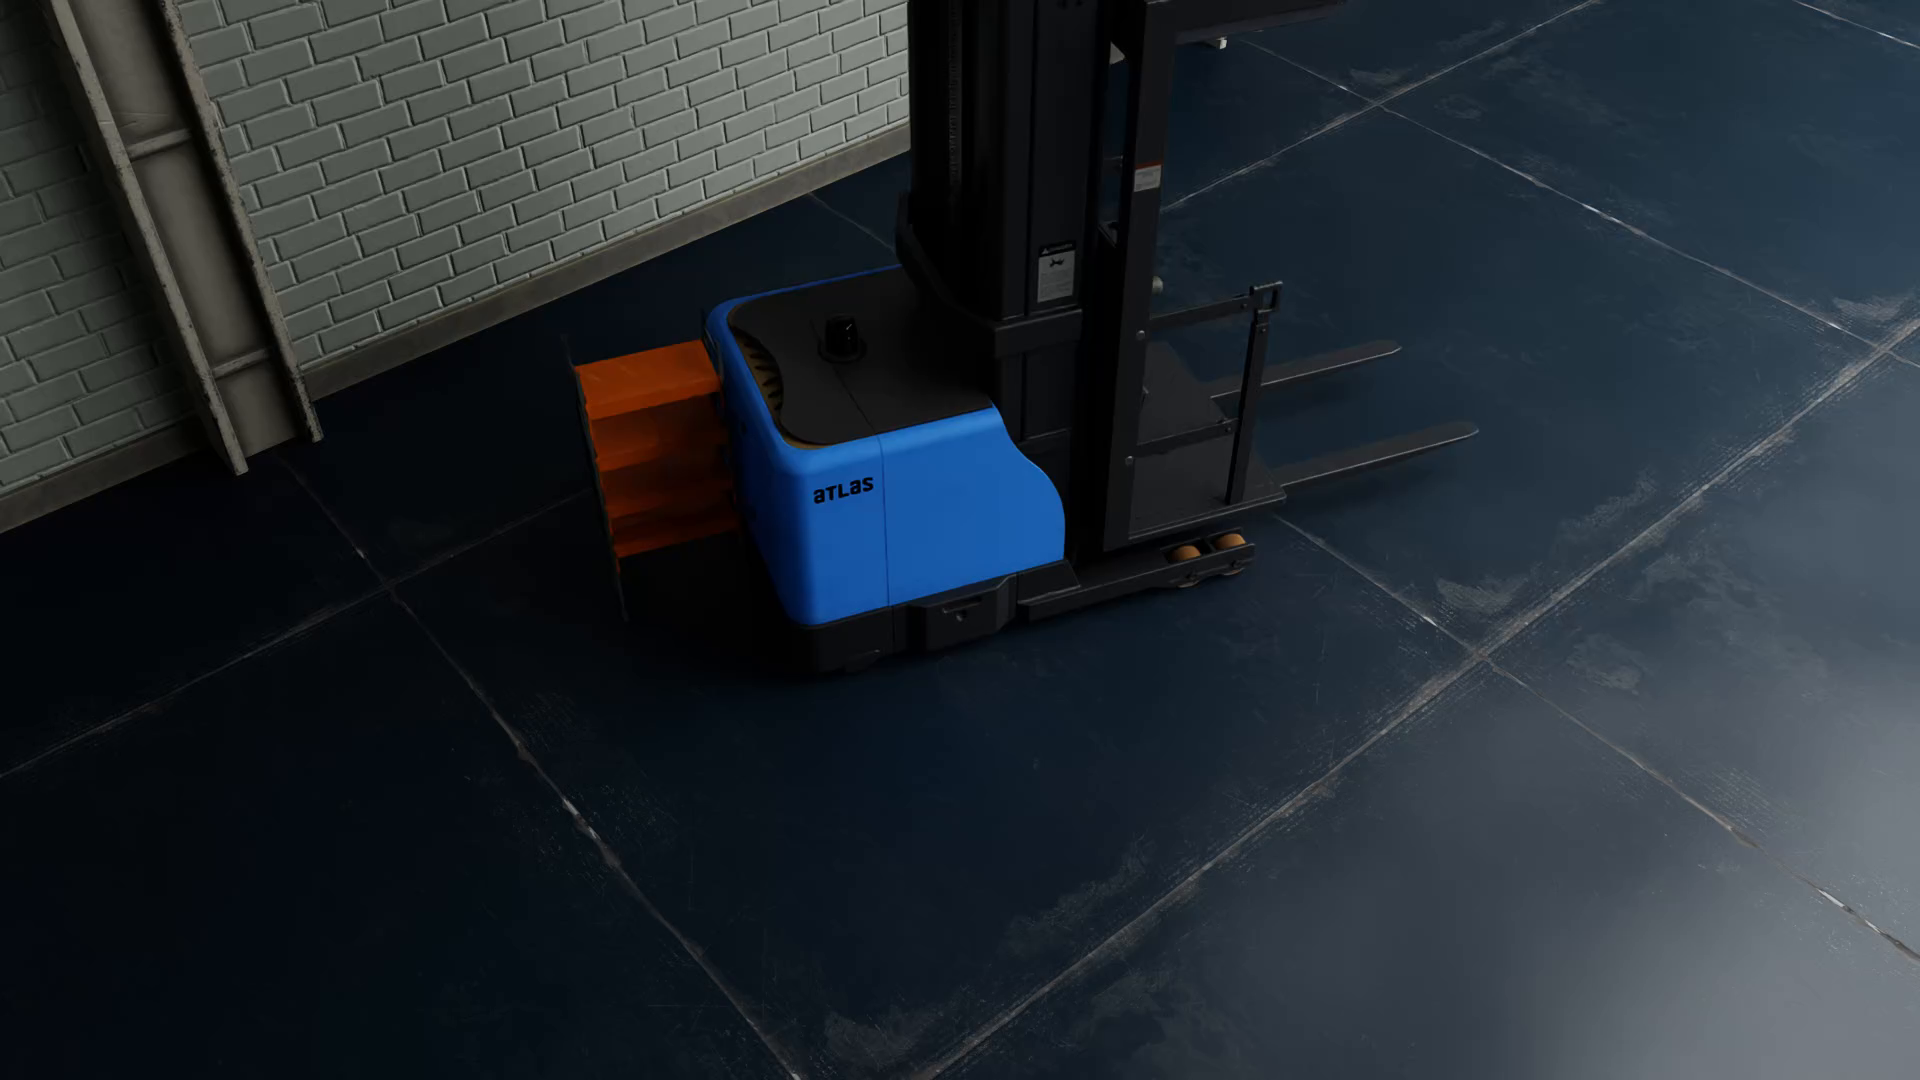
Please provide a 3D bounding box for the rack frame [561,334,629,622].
[{"bbox_3d":[-1.330,-0.198,6.084,0.015,1.200,0.240,-15,45,-15],"label":"rack frame"}]

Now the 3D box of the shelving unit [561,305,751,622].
[{"bbox_3d":[-1.102,-0.258,6.148,0.503,1.200,0.258,-15,45,-15],"label":"shelving unit"}]

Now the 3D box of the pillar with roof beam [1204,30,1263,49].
[{"bbox_3d":[4.353,-4.093,4.534,0.400,9.000,9.100,-30,51,-28],"label":"pillar with roof beam"}]

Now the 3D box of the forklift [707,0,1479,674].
[{"bbox_3d":[0.628,-1.206,5.893,3.031,2.935,1.130,-15,45,-15],"label":"forklift"}]

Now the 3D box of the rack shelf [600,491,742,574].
[{"bbox_3d":[-1.101,-0.065,6.330,0.480,0.148,0.258,-15,45,-15],"label":"rack shelf"}]

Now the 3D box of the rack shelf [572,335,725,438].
[{"bbox_3d":[-1.103,-0.544,5.878,0.480,0.148,0.258,-15,45,-15],"label":"rack shelf"}]

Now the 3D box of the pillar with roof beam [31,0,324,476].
[{"bbox_3d":[-0.249,-1.457,1.728,0.400,9.000,9.100,-30,51,-28],"label":"pillar with roof beam"}]

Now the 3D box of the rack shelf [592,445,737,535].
[{"bbox_3d":[-1.102,-0.209,6.194,0.480,0.148,0.258,-15,45,-15],"label":"rack shelf"}]

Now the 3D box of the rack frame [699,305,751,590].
[{"bbox_3d":[-0.874,-0.318,6.211,0.015,1.200,0.240,-15,45,-15],"label":"rack frame"}]

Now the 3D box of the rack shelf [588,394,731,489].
[{"bbox_3d":[-1.102,-0.372,6.040,0.480,0.148,0.258,-15,45,-15],"label":"rack shelf"}]
